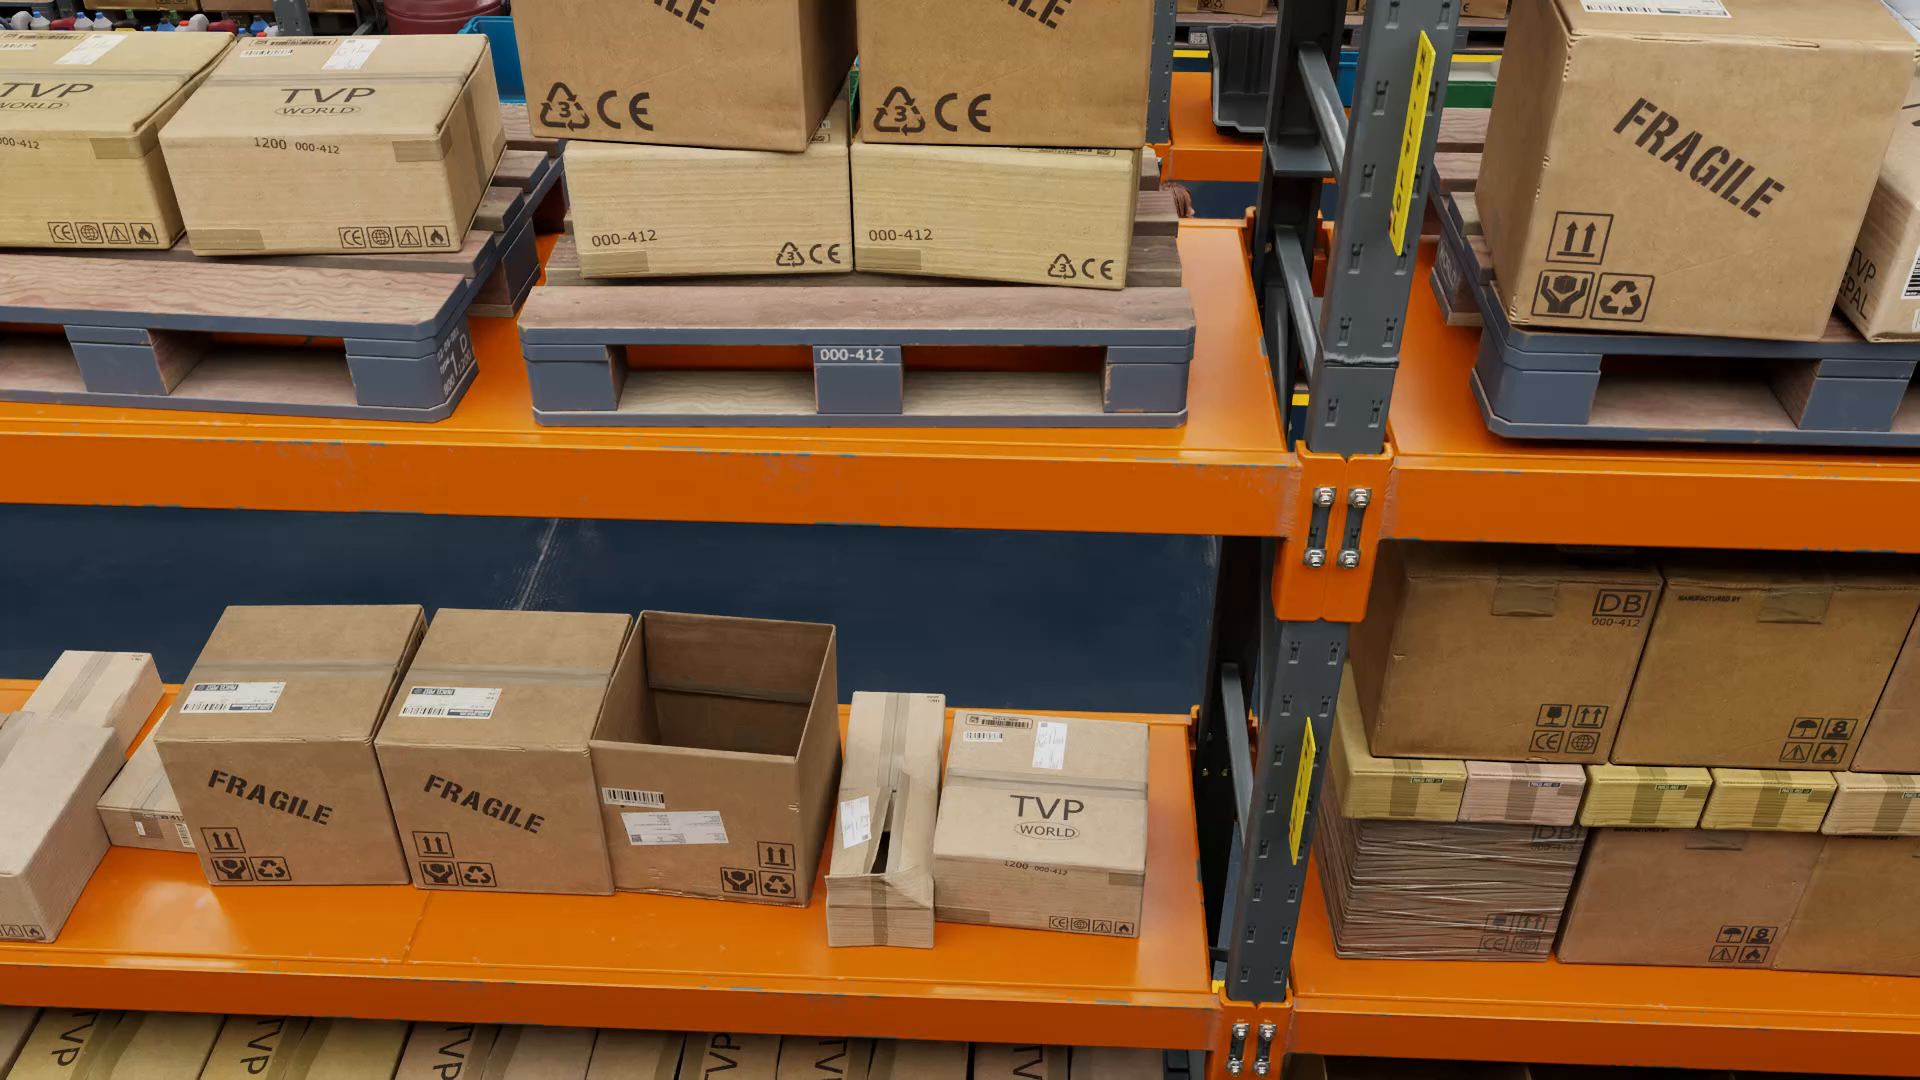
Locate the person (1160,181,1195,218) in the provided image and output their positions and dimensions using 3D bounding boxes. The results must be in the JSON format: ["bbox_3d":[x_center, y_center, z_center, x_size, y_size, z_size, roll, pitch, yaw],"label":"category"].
[{"bbox_3d":[0.984,-0.813,7.272,0.494,1.594,0.404,2,36,3],"label":"person"}]
